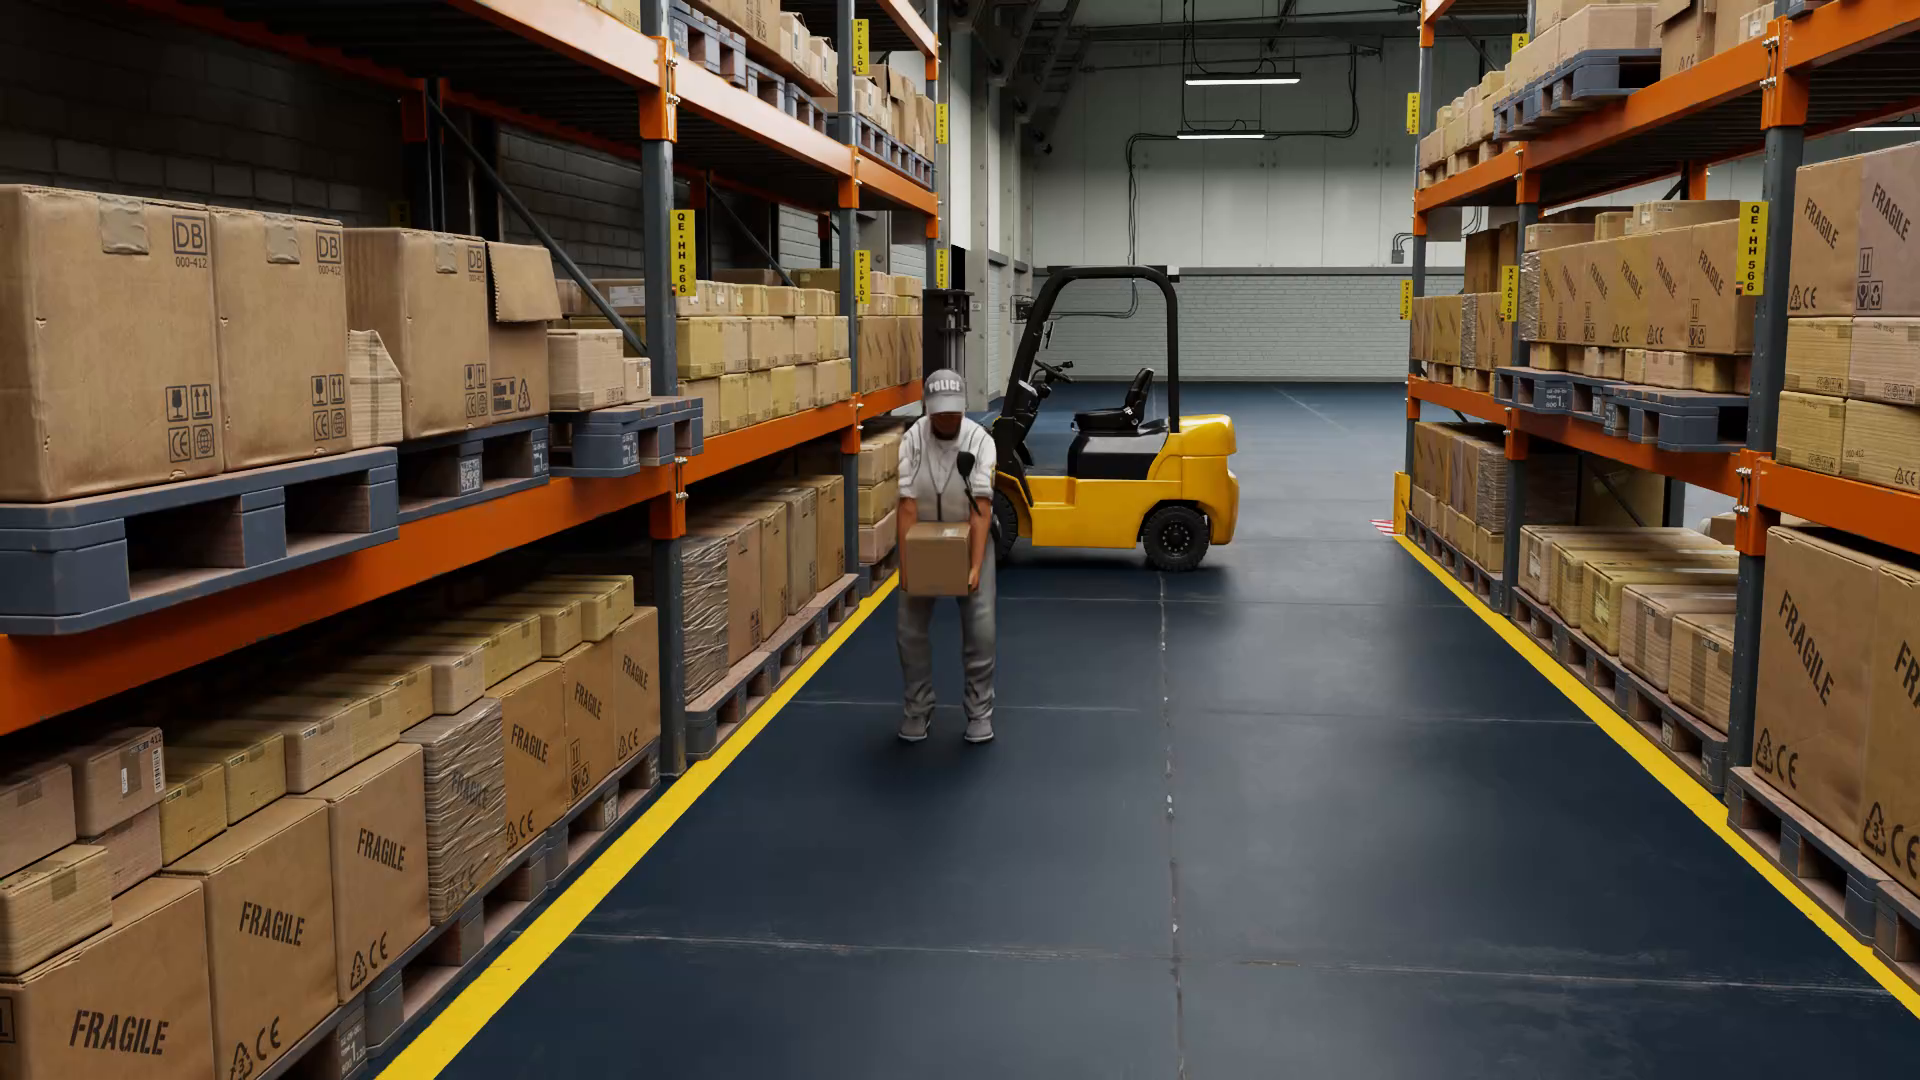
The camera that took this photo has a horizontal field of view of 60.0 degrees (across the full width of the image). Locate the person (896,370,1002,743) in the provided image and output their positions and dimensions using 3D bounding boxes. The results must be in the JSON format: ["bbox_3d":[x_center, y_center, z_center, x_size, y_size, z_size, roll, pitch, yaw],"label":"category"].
[{"bbox_3d":[-0.059,0.074,7.043,0.452,1.595,0.652,1,8,5],"label":"person"}]
